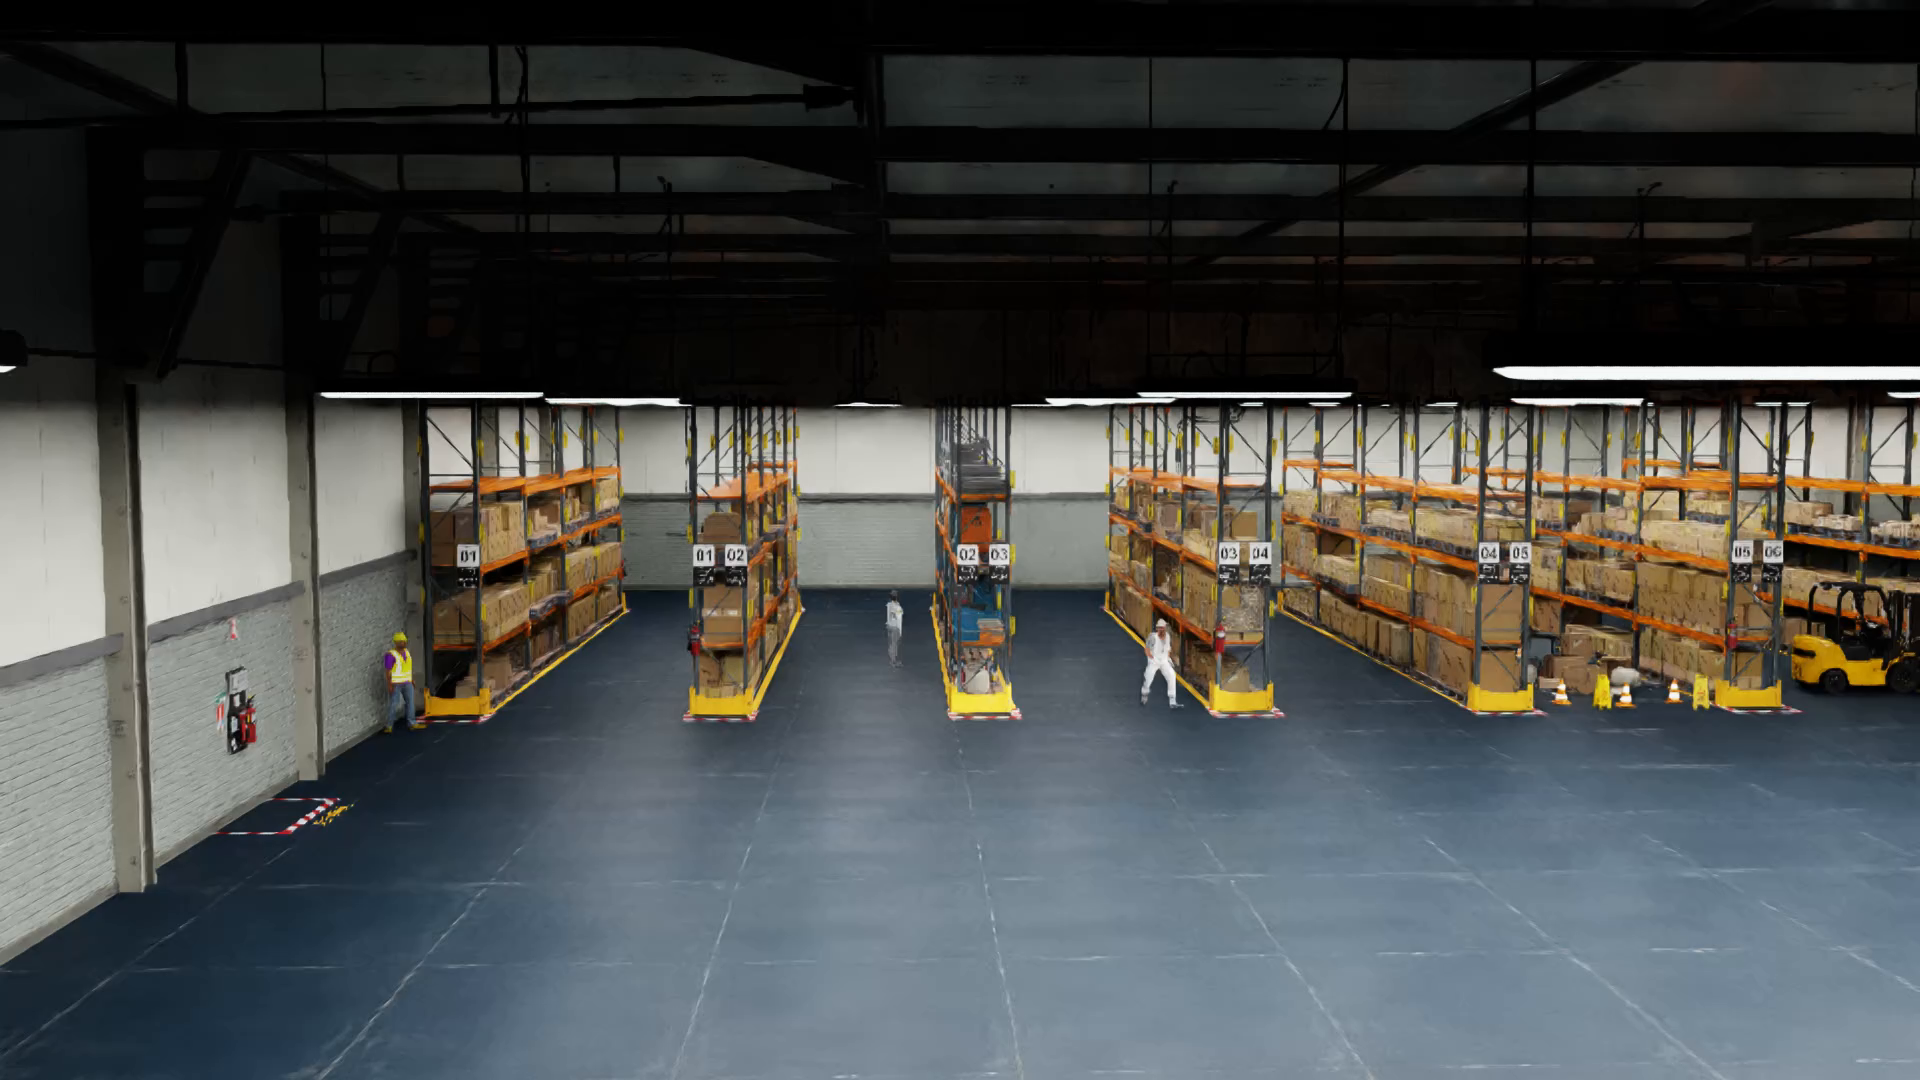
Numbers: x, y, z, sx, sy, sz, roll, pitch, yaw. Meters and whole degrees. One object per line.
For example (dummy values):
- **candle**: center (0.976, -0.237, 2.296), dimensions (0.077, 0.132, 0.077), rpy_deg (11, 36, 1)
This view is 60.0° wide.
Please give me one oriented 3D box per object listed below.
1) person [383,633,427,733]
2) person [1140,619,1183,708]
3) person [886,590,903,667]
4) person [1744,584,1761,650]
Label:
- **person**: center (-9.880, 2.513, 29.438), dimensions (0.501, 1.758, 0.705), rpy_deg (3, 5, 29)
- **person**: center (3.809, 2.346, 31.863), dimensions (0.684, 1.715, 0.844), rpy_deg (-2, 5, -19)
- **person**: center (-1.430, 1.961, 37.008), dimensions (0.409, 1.677, 0.532), rpy_deg (-3, 5, -33)
- **person**: center (17.844, 1.866, 37.586), dimensions (0.576, 1.768, 0.626), rpy_deg (2, 5, 26)
